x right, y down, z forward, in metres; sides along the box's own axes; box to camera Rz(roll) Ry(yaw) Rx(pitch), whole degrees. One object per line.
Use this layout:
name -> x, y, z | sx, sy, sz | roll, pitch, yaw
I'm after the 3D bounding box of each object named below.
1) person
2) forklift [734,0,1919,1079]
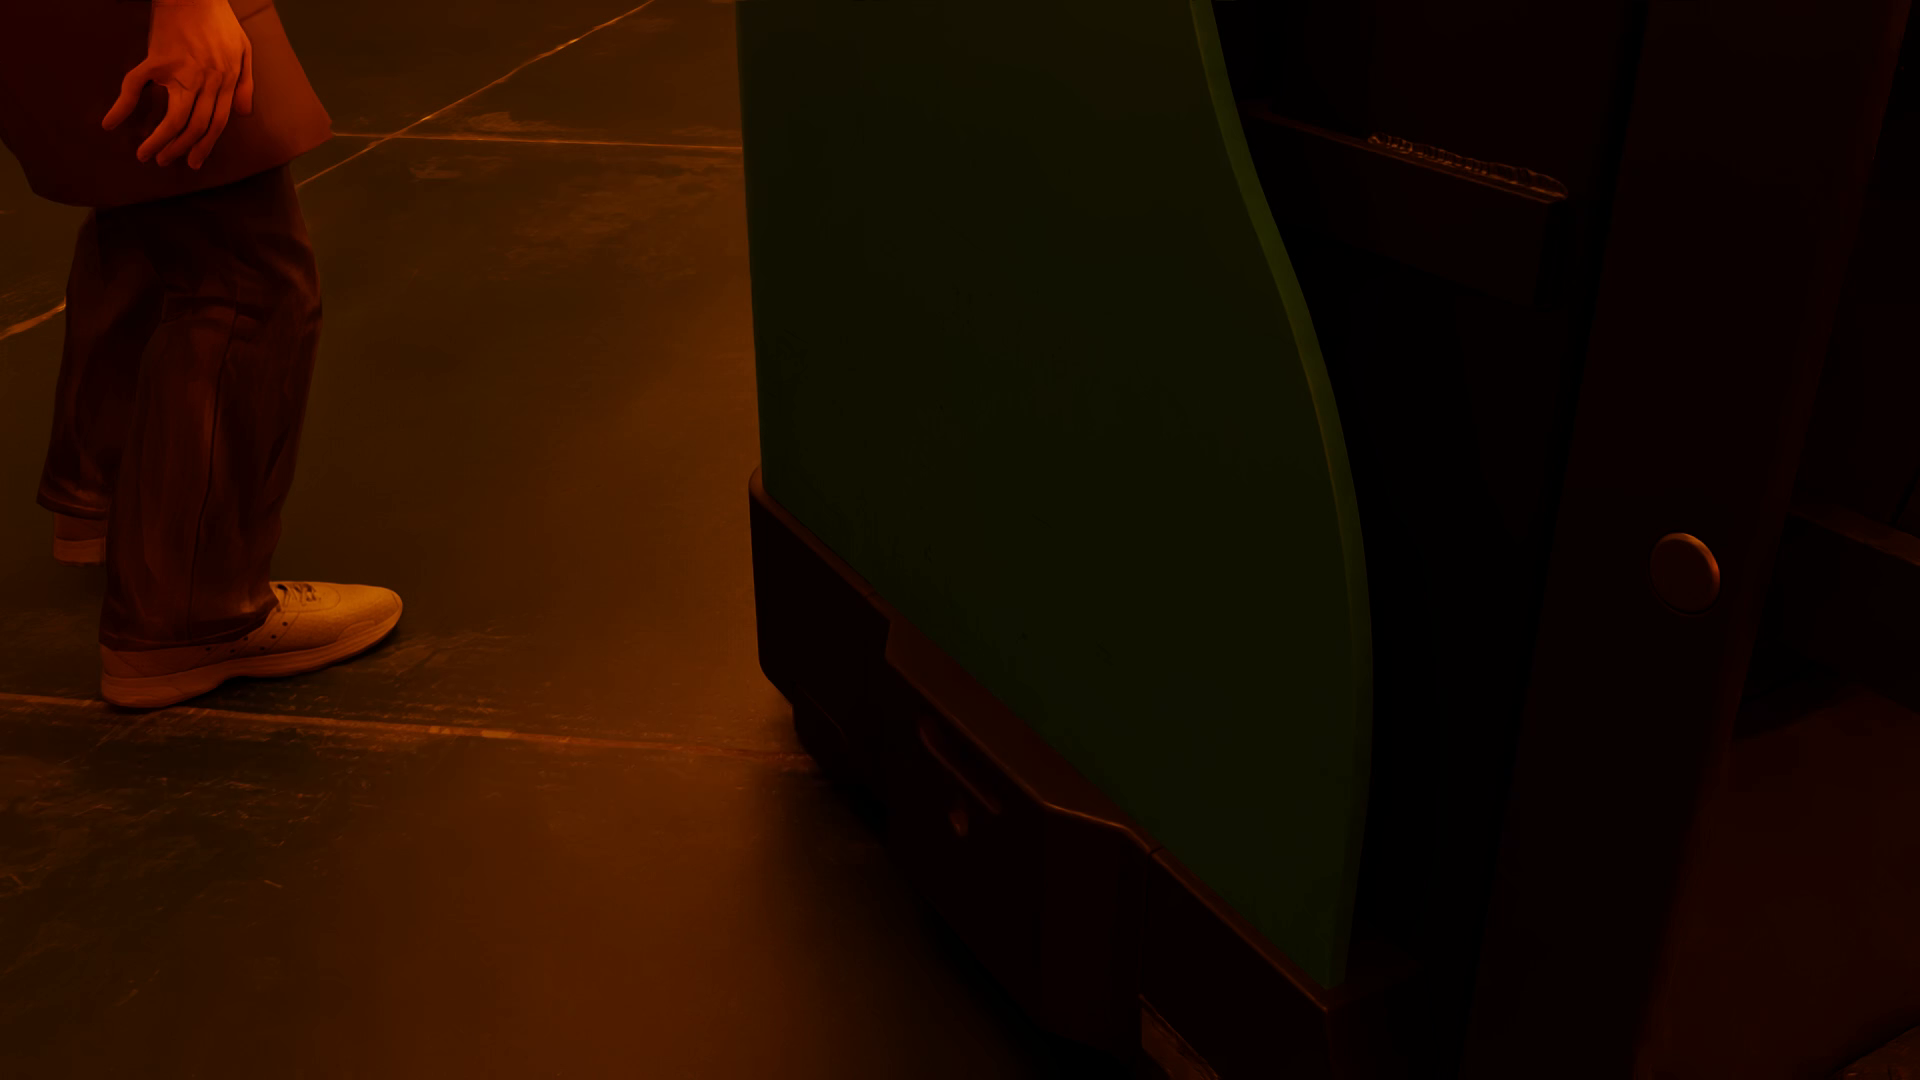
person -> -0.971, -0.670, 1.883 | 0.832, 1.752, 0.428 | 23, 34, 38
forklift -> 0.927, -0.655, 0.529 | 1.130, 2.935, 3.031 | -14, 30, -27
